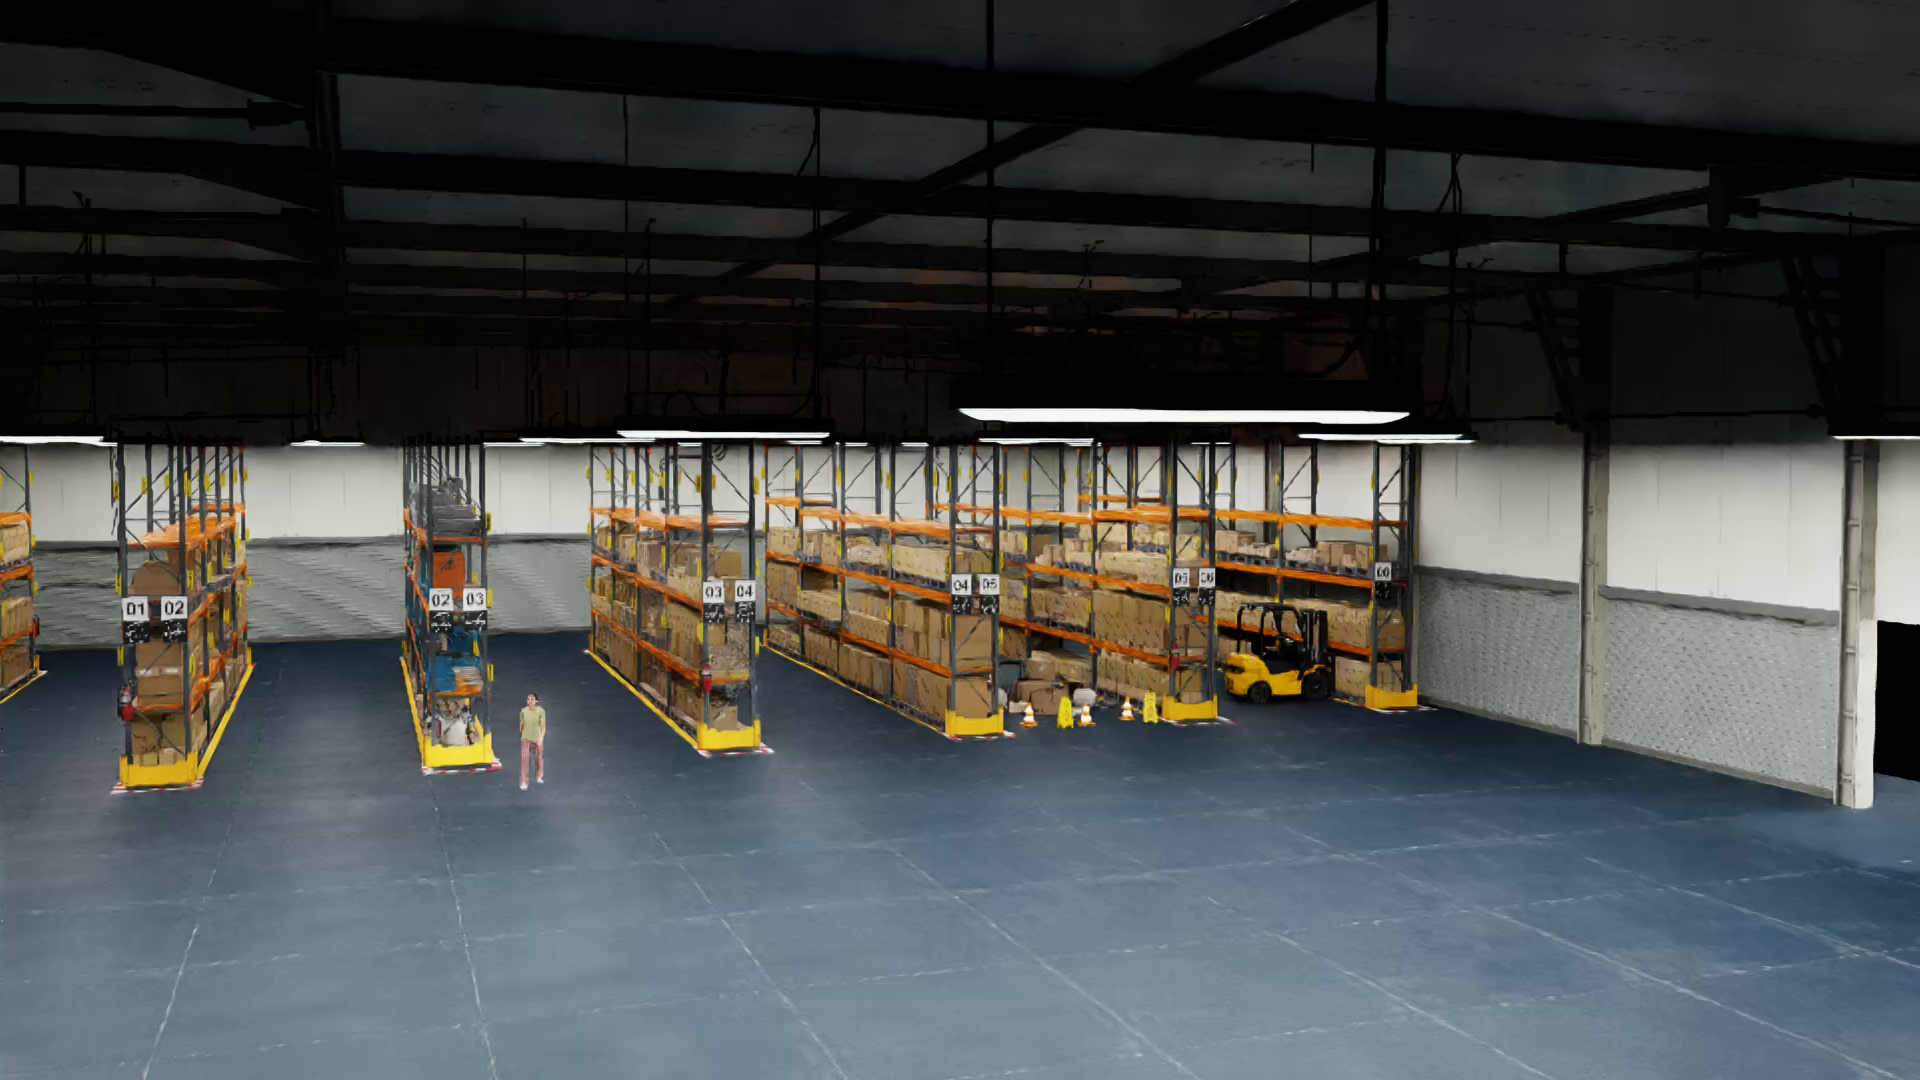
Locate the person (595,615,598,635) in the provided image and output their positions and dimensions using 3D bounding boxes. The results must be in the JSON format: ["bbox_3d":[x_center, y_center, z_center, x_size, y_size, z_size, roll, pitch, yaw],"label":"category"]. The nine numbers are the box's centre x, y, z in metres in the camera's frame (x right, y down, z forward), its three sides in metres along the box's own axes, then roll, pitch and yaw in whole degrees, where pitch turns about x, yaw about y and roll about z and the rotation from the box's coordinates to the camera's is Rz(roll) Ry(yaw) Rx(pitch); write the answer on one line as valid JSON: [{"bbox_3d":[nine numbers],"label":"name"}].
[{"bbox_3d":[-10.912,2.091,50.950,0.498,1.612,0.938,0,3,1],"label":"person"}]

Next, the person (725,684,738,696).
[{"bbox_3d":[-5.257,2.725,38.243,0.578,1.755,0.467,3,4,44],"label":"person"}]

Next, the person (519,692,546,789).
[{"bbox_3d":[-7.189,3.351,28.003,0.447,1.603,1.019,-1,3,-10],"label":"person"}]
